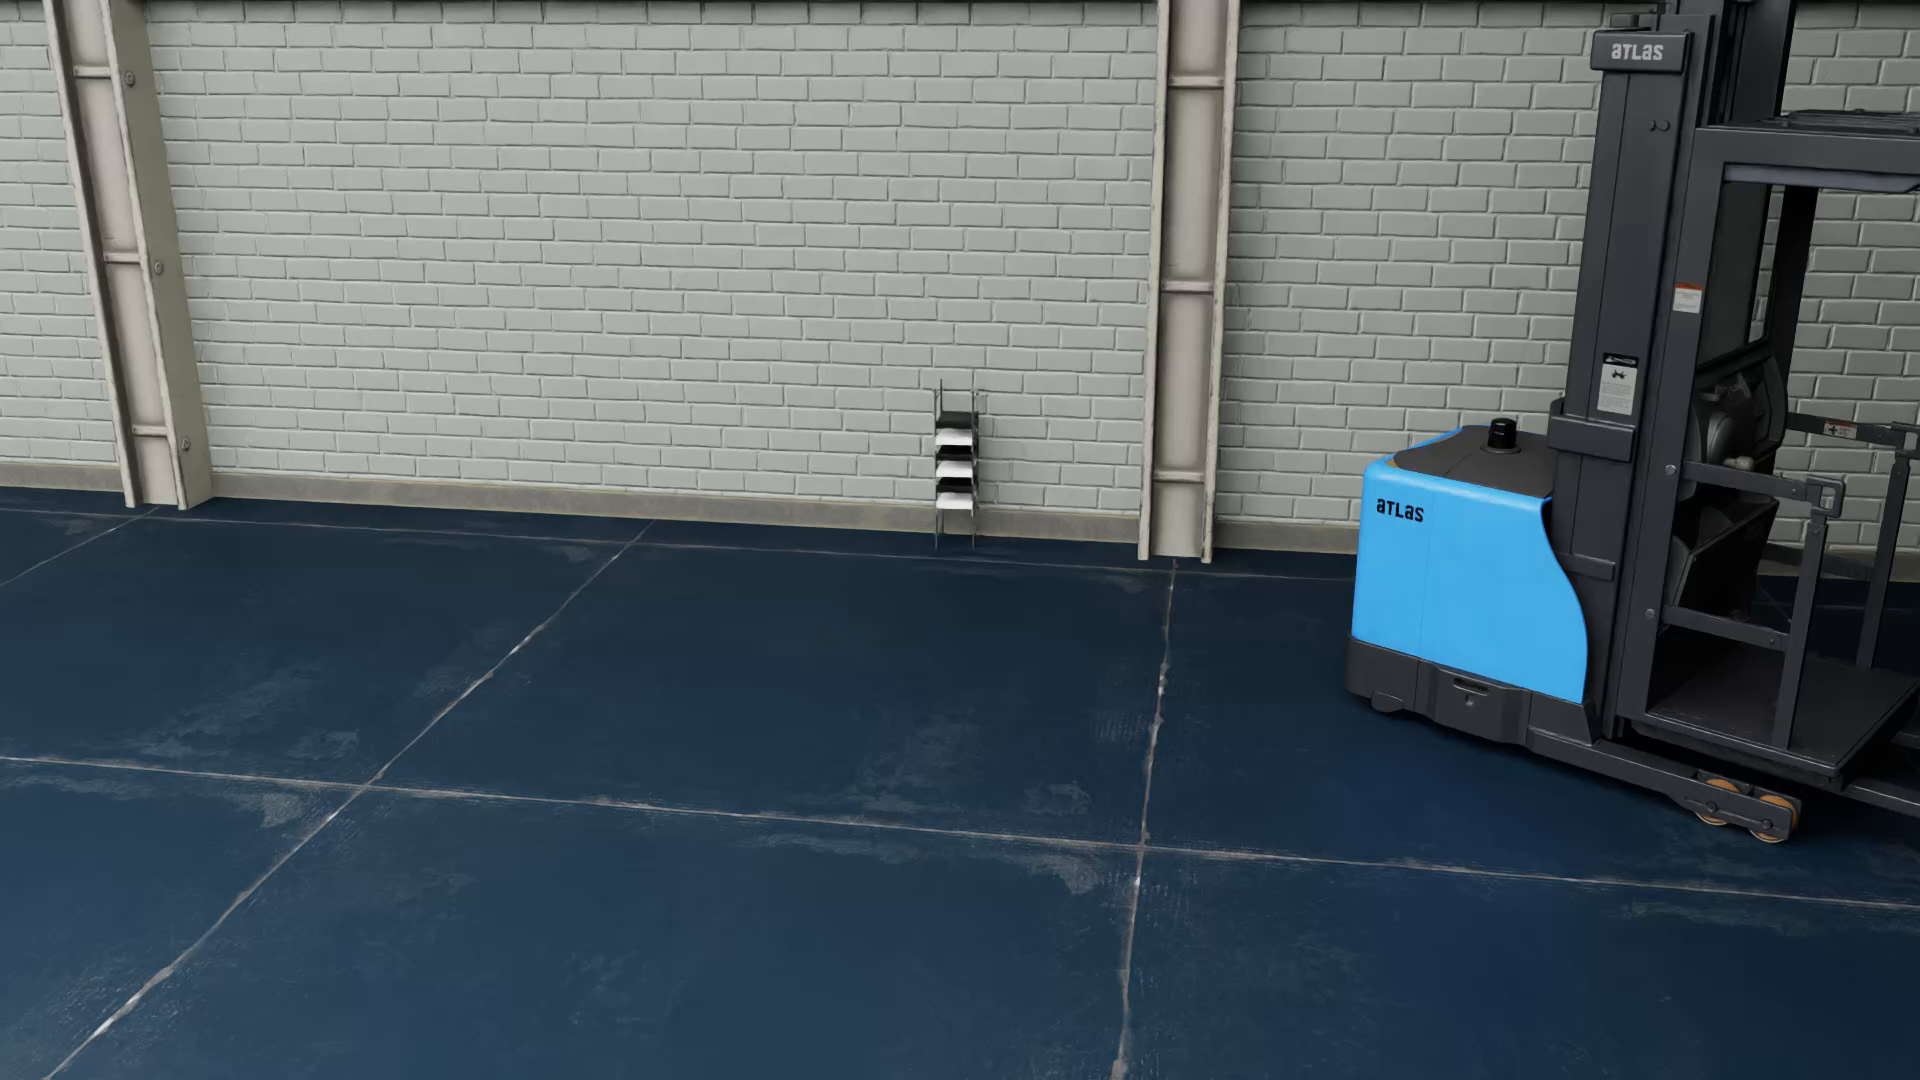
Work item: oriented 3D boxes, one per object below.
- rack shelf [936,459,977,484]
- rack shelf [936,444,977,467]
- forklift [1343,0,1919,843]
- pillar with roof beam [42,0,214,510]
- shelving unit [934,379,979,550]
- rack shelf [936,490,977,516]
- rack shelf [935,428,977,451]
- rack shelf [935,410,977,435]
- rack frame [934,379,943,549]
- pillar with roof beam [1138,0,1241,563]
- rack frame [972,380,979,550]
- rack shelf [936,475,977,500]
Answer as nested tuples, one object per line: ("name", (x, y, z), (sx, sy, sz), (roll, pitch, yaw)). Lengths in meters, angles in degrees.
("rack shelf", (-0.015, -0.381, 9.122), (0.200, 0.077, 0.258), (2, 19, 8))
("rack shelf", (-0.015, -0.466, 9.093), (0.200, 0.077, 0.258), (2, 19, 8))
("forklift", (3.080, -0.480, 6.119), (3.031, 2.935, 1.130), (16, 25, 40))
("pillar with roof beam", (-5.425, -3.154, 4.547), (0.400, 9.000, 9.100), (3, 19, 9))
("shelving unit", (-0.015, -0.412, 9.111), (0.210, 0.900, 0.258), (2, 19, 8))
("rack shelf", (-0.014, -0.211, 9.181), (0.200, 0.077, 0.258), (2, 19, 8))
("rack shelf", (-0.016, -0.551, 9.063), (0.200, 0.077, 0.258), (2, 19, 8))
("rack shelf", (-0.016, -0.636, 9.034), (0.200, 0.077, 0.258), (2, 19, 8))
("rack frame", (-0.116, -0.416, 9.125), (0.006, 0.900, 0.240), (2, 19, 8))
("pillar with roof beam", (0.499, -2.852, 3.644), (0.400, 9.000, 9.100), (3, 19, 9))
("rack frame", (0.086, -0.408, 9.098), (0.006, 0.900, 0.240), (2, 19, 8))
("rack shelf", (-0.014, -0.296, 9.151), (0.200, 0.077, 0.258), (2, 19, 8))
